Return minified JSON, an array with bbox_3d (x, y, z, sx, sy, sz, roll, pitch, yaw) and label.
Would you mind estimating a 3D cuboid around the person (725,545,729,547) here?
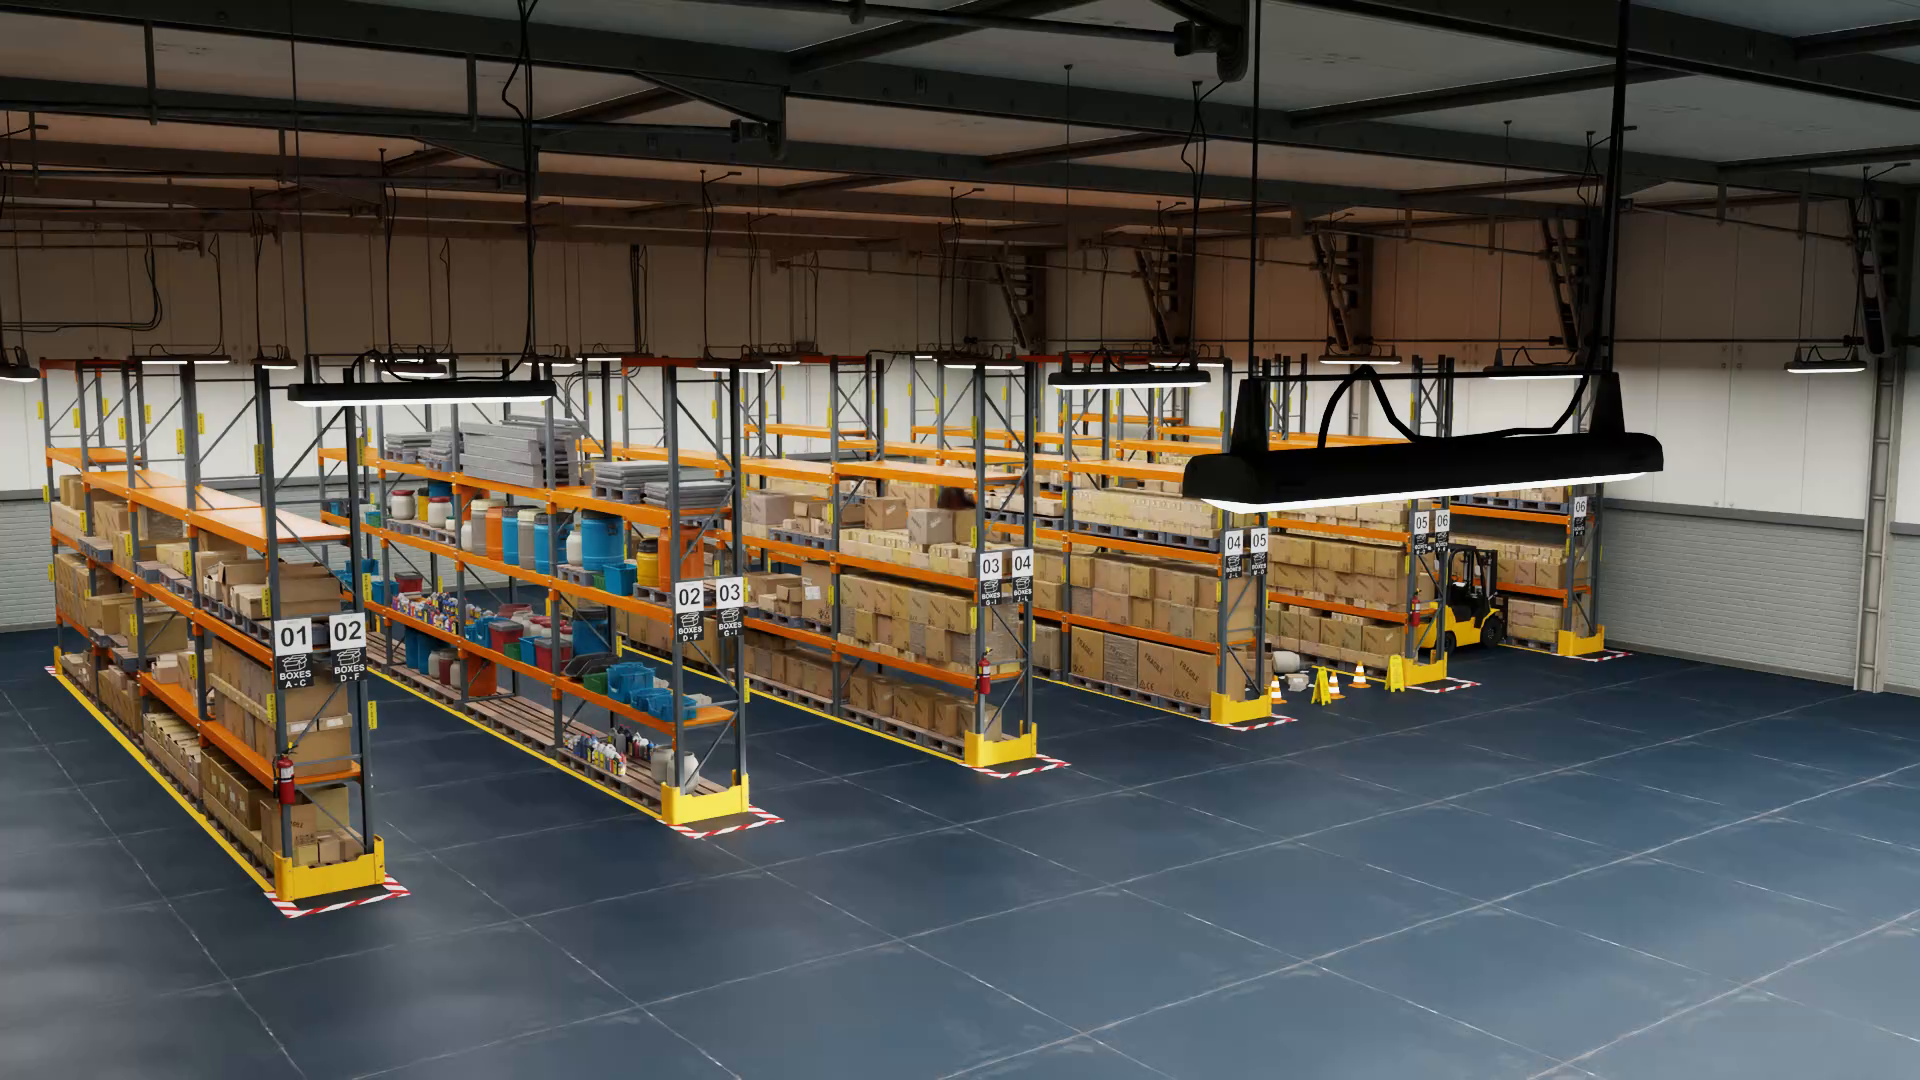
[{"bbox_3d":[-5.370,0.948,37.943,0.419,1.690,0.524,-1,7,-10],"label":"person"}]
